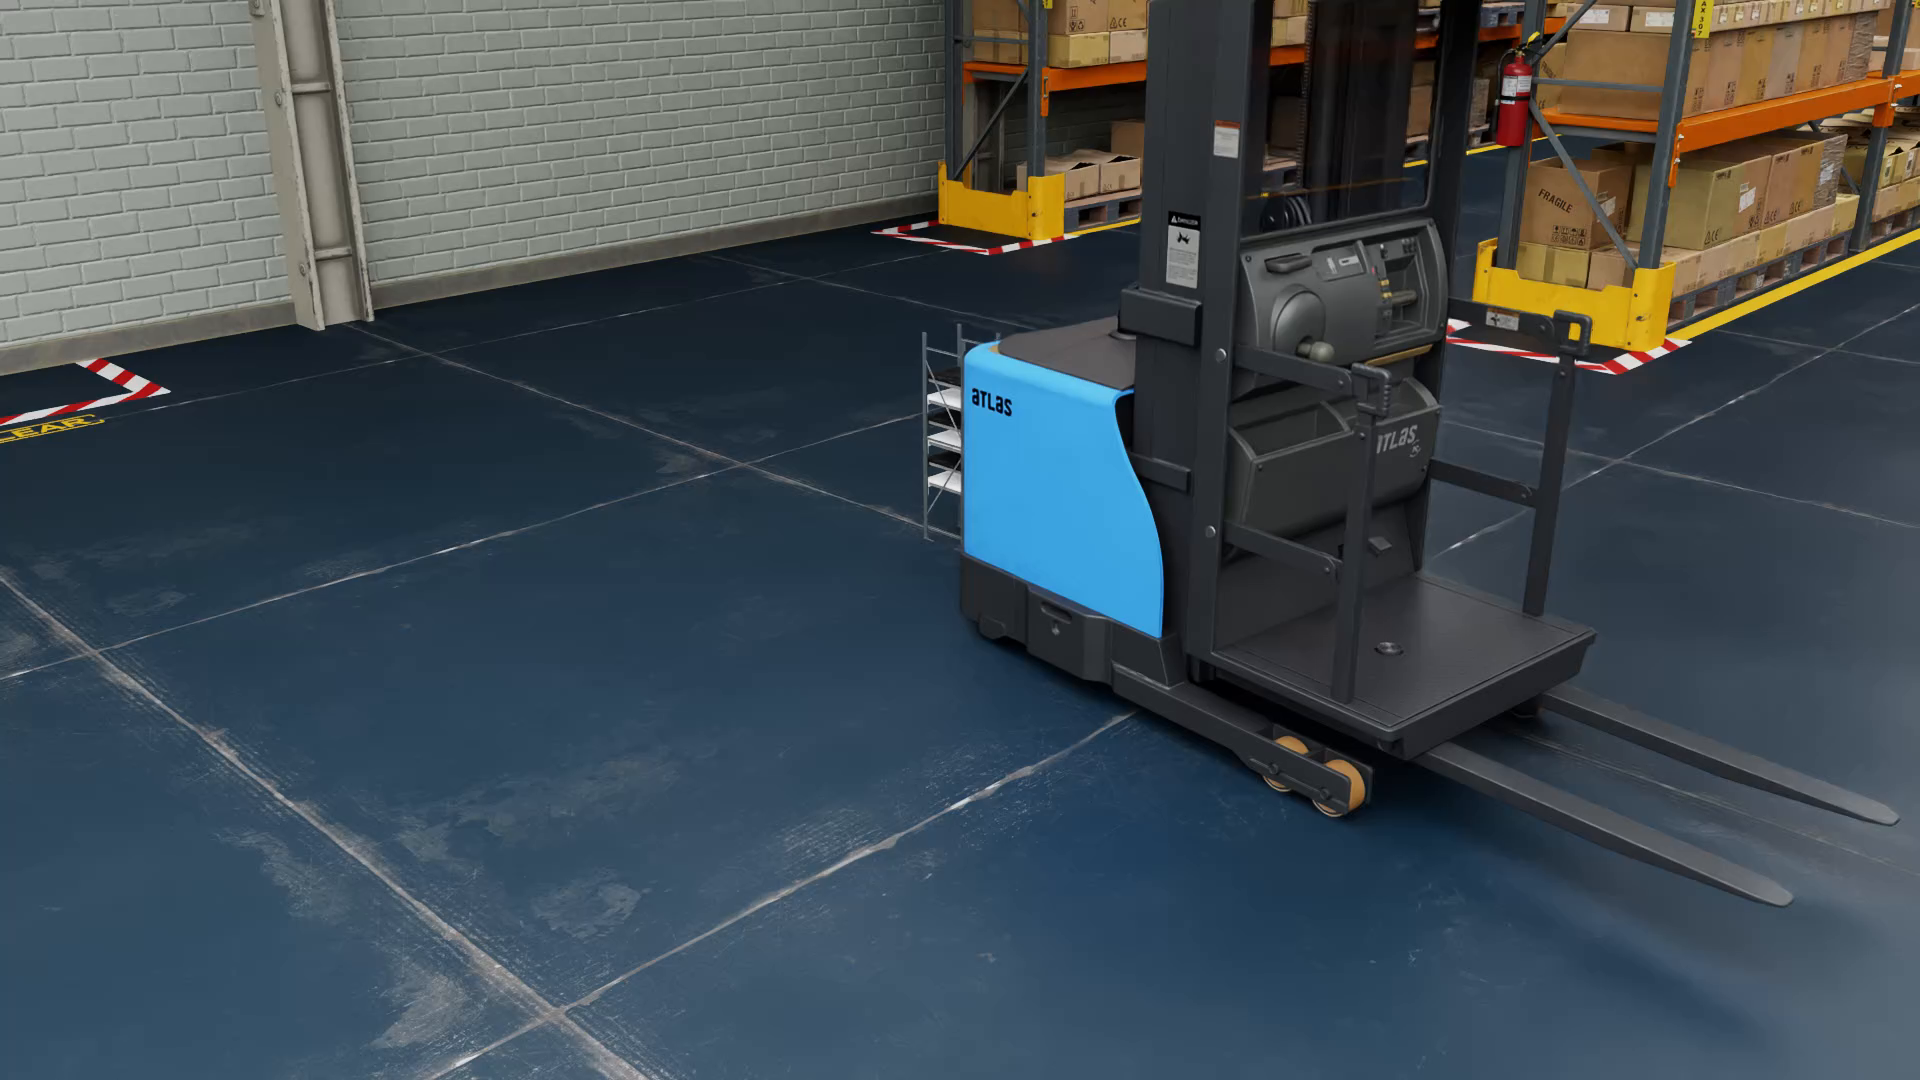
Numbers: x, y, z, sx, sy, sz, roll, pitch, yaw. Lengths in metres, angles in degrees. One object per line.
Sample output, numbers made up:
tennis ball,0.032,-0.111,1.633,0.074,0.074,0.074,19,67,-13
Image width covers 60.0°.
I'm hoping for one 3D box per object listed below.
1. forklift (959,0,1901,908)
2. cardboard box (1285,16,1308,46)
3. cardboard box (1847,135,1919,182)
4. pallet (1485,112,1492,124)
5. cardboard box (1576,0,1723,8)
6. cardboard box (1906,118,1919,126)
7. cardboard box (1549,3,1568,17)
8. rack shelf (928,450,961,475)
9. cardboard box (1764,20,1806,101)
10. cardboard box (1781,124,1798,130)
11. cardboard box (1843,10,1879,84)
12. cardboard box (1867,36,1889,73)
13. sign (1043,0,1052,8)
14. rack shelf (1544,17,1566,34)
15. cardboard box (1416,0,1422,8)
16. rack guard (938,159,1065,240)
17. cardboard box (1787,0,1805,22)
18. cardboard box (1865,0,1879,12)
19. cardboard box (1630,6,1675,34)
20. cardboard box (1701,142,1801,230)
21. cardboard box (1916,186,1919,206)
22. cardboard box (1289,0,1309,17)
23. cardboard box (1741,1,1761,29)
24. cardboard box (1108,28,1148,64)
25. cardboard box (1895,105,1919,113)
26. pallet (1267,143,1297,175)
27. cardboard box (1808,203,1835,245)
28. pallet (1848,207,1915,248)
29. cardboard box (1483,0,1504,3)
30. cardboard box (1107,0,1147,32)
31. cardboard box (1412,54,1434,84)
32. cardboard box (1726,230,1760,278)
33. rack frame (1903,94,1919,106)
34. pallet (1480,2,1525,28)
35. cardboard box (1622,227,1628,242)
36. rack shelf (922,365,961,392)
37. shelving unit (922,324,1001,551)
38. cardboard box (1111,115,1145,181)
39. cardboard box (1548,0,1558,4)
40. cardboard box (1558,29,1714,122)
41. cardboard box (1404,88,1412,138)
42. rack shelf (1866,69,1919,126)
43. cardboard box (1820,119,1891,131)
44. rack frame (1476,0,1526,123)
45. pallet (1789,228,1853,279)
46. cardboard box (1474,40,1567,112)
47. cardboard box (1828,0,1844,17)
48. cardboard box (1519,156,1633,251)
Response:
forklift,1.324,-0.750,4.941,1.130,2.935,3.031,-17,27,-37
cardboard box,2.955,-4.729,15.379,0.500,0.250,0.500,19,28,41
cardboard box,7.439,-3.094,13.410,0.500,0.311,0.500,19,28,40
pallet,6.462,-4.898,19.524,1.003,0.211,1.213,19,28,41
cardboard box,4.201,-3.503,10.060,0.700,0.500,0.500,19,28,41
cardboard box,8.509,-3.491,14.441,0.500,0.311,0.500,19,28,40
cardboard box,6.682,-6.044,18.941,0.250,0.149,0.380,-19,28,-40
rack shelf,0.006,-0.307,6.963,0.258,0.077,0.200,19,28,41
cardboard box,5.242,-3.283,11.295,0.500,0.500,0.700,-19,28,-40
cardboard box,6.072,-2.971,12.824,0.500,0.500,0.500,19,28,41
cardboard box,6.315,-3.680,12.328,0.700,0.500,0.500,18,28,39
cardboard box,6.932,-3.816,13.031,0.500,0.250,0.500,-18,27,-39
sign,0.666,-4.228,12.686,0.100,0.325,0.005,19,28,41
rack shelf,7.254,-6.194,20.012,1.077,0.370,4.000,19,28,41
cardboard box,4.279,-5.681,16.921,0.500,0.500,0.700,-16,26,-35
rack guard,0.330,-2.812,13.694,1.175,0.500,0.348,19,28,41
cardboard box,5.330,-3.512,10.987,0.380,0.149,0.250,20,28,41
cardboard box,6.410,-3.912,12.027,0.380,0.149,0.250,19,28,40
cardboard box,4.257,-3.117,9.960,0.380,0.149,0.250,19,28,40
cardboard box,5.411,-2.450,11.470,0.500,0.500,0.500,19,28,41
cardboard box,7.796,-2.968,13.862,0.500,0.250,0.500,18,28,39
cardboard box,2.960,-5.078,15.241,0.500,0.500,0.500,19,28,41
cardboard box,4.792,-3.314,10.471,0.380,0.149,0.250,19,28,40
cardboard box,1.197,-4.082,13.694,0.500,0.250,0.500,18,28,39
cardboard box,8.834,-3.890,15.480,0.500,0.311,0.500,-19,28,-40
pallet,3.610,-3.887,16.892,1.003,0.211,1.213,19,28,41
cardboard box,6.097,-2.361,12.284,0.500,0.250,0.500,19,28,41
pallet,7.106,-2.646,13.665,1.003,0.211,1.213,19,28,41
cardboard box,5.538,-6.145,18.127,0.700,0.500,0.500,15,26,35
cardboard box,1.178,-4.421,13.531,0.500,0.500,0.500,19,28,41
cardboard box,4.951,-5.075,17.924,0.500,0.250,0.500,-20,28,-41
cardboard box,5.058,-1.973,11.274,0.500,0.250,0.500,19,28,41
rack frame,9.410,-4.777,15.322,1.000,3.000,0.127,19,28,41
pallet,5.437,-5.716,18.034,1.213,0.211,1.003,19,28,41
cardboard box,4.332,-1.976,11.283,0.500,0.250,0.500,19,28,41
rack shelf,0.006,-0.643,6.834,0.258,0.077,0.200,19,28,41
shelving unit,0.006,-0.422,6.919,0.258,0.900,0.210,19,28,41
cardboard box,1.770,-3.476,14.808,0.700,0.500,0.500,17,27,37
cardboard box,6.381,-6.271,18.628,0.500,0.500,0.500,-19,28,-40
cardboard box,4.164,-2.884,10.258,0.700,0.500,0.500,19,28,41
cardboard box,4.279,-4.486,17.436,0.700,0.500,0.500,20,28,41
rack shelf,8.015,-3.927,14.113,1.077,0.370,4.000,19,28,41
cardboard box,7.758,-3.490,14.440,0.500,0.311,0.500,19,28,40
rack frame,5.858,-6.016,18.545,1.000,3.000,0.127,19,28,41
pallet,6.035,-2.253,12.643,1.003,0.211,1.213,19,28,41
cardboard box,6.465,-5.365,19.262,0.750,0.750,0.750,19,28,40
cardboard box,5.872,-3.714,11.512,0.380,0.149,0.250,19,28,40
cardboard box,3.990,-2.195,10.808,0.500,0.500,0.500,19,28,41
